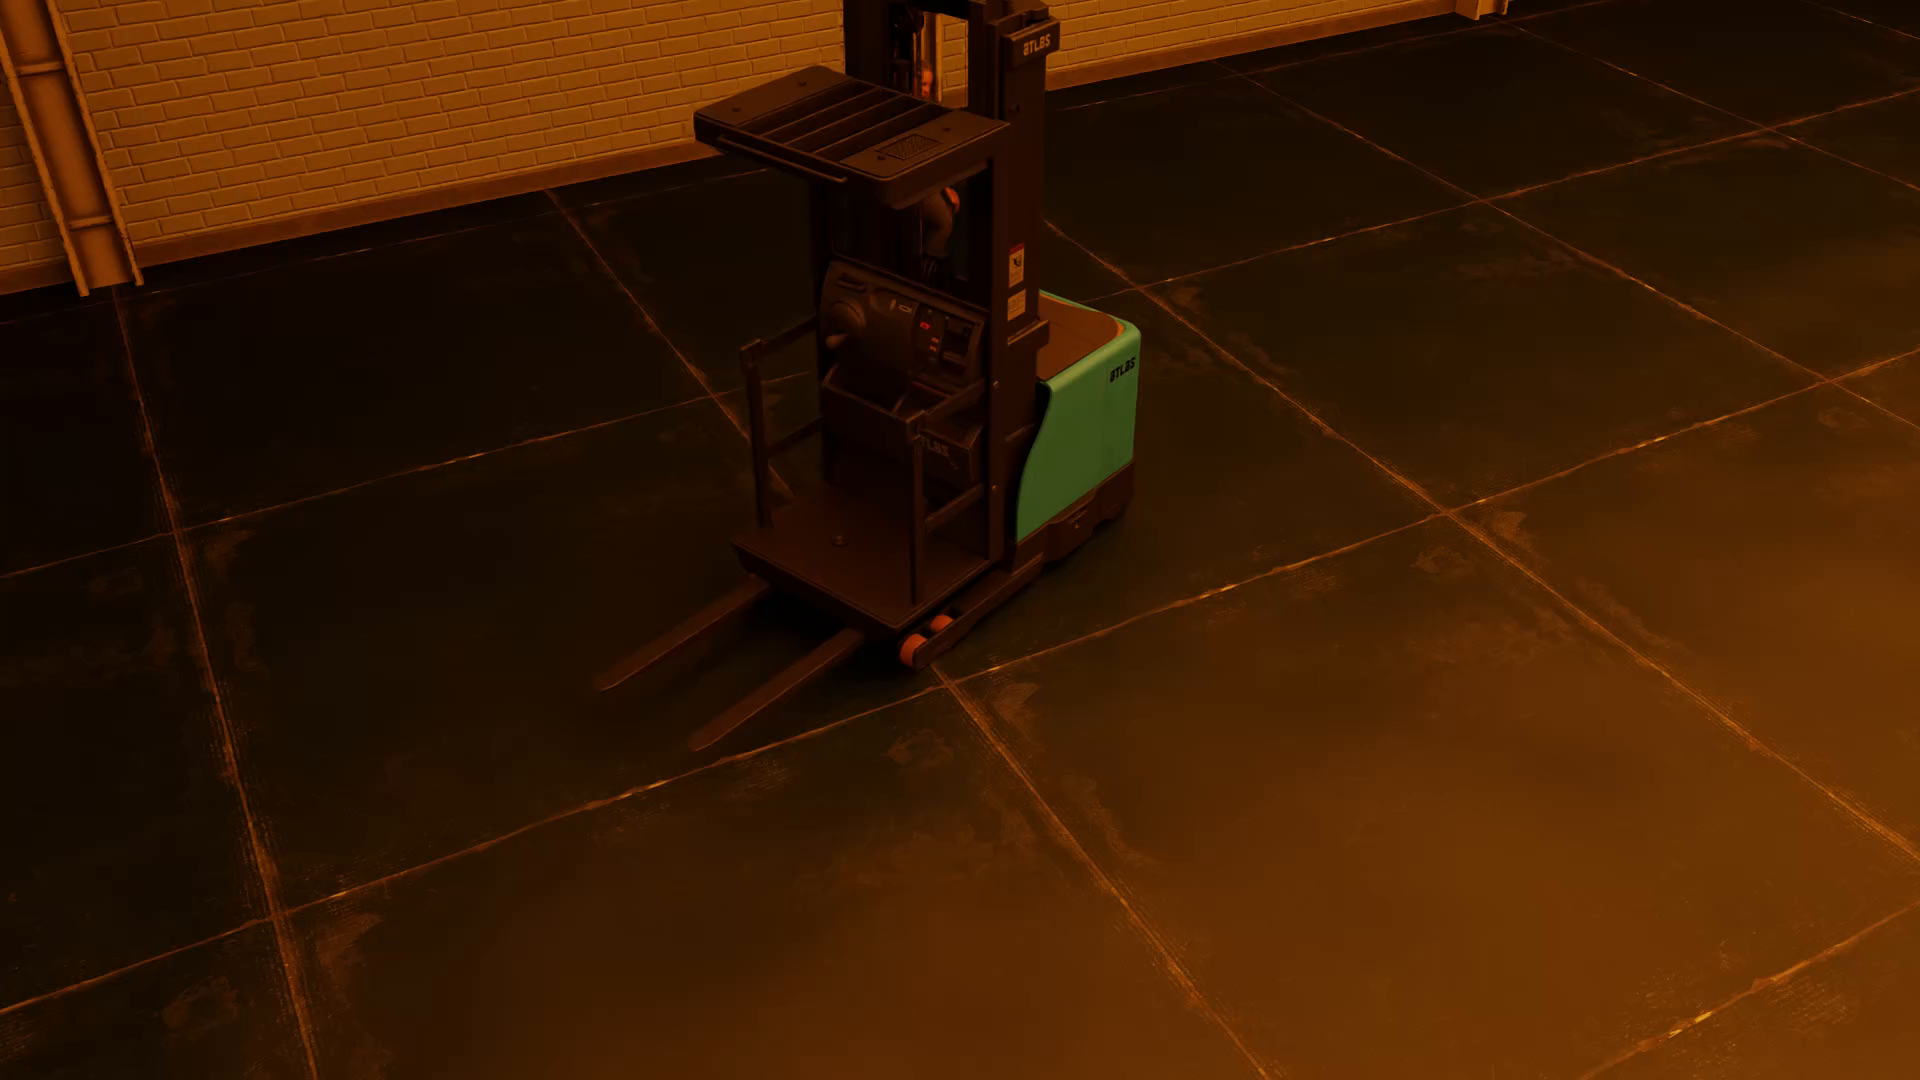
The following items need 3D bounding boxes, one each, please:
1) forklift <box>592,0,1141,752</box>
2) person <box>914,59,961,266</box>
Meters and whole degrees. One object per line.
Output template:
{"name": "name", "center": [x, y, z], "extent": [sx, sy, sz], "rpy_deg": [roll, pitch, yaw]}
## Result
{"name": "forklift", "center": [-0.405, -0.916, 7.419], "extent": [1.130, 2.935, 3.031], "rpy_deg": [26, 43, 31]}
{"name": "person", "center": [-0.175, -2.271, 10.566], "extent": [0.808, 1.530, 0.799], "rpy_deg": [-25, 42, -30]}
